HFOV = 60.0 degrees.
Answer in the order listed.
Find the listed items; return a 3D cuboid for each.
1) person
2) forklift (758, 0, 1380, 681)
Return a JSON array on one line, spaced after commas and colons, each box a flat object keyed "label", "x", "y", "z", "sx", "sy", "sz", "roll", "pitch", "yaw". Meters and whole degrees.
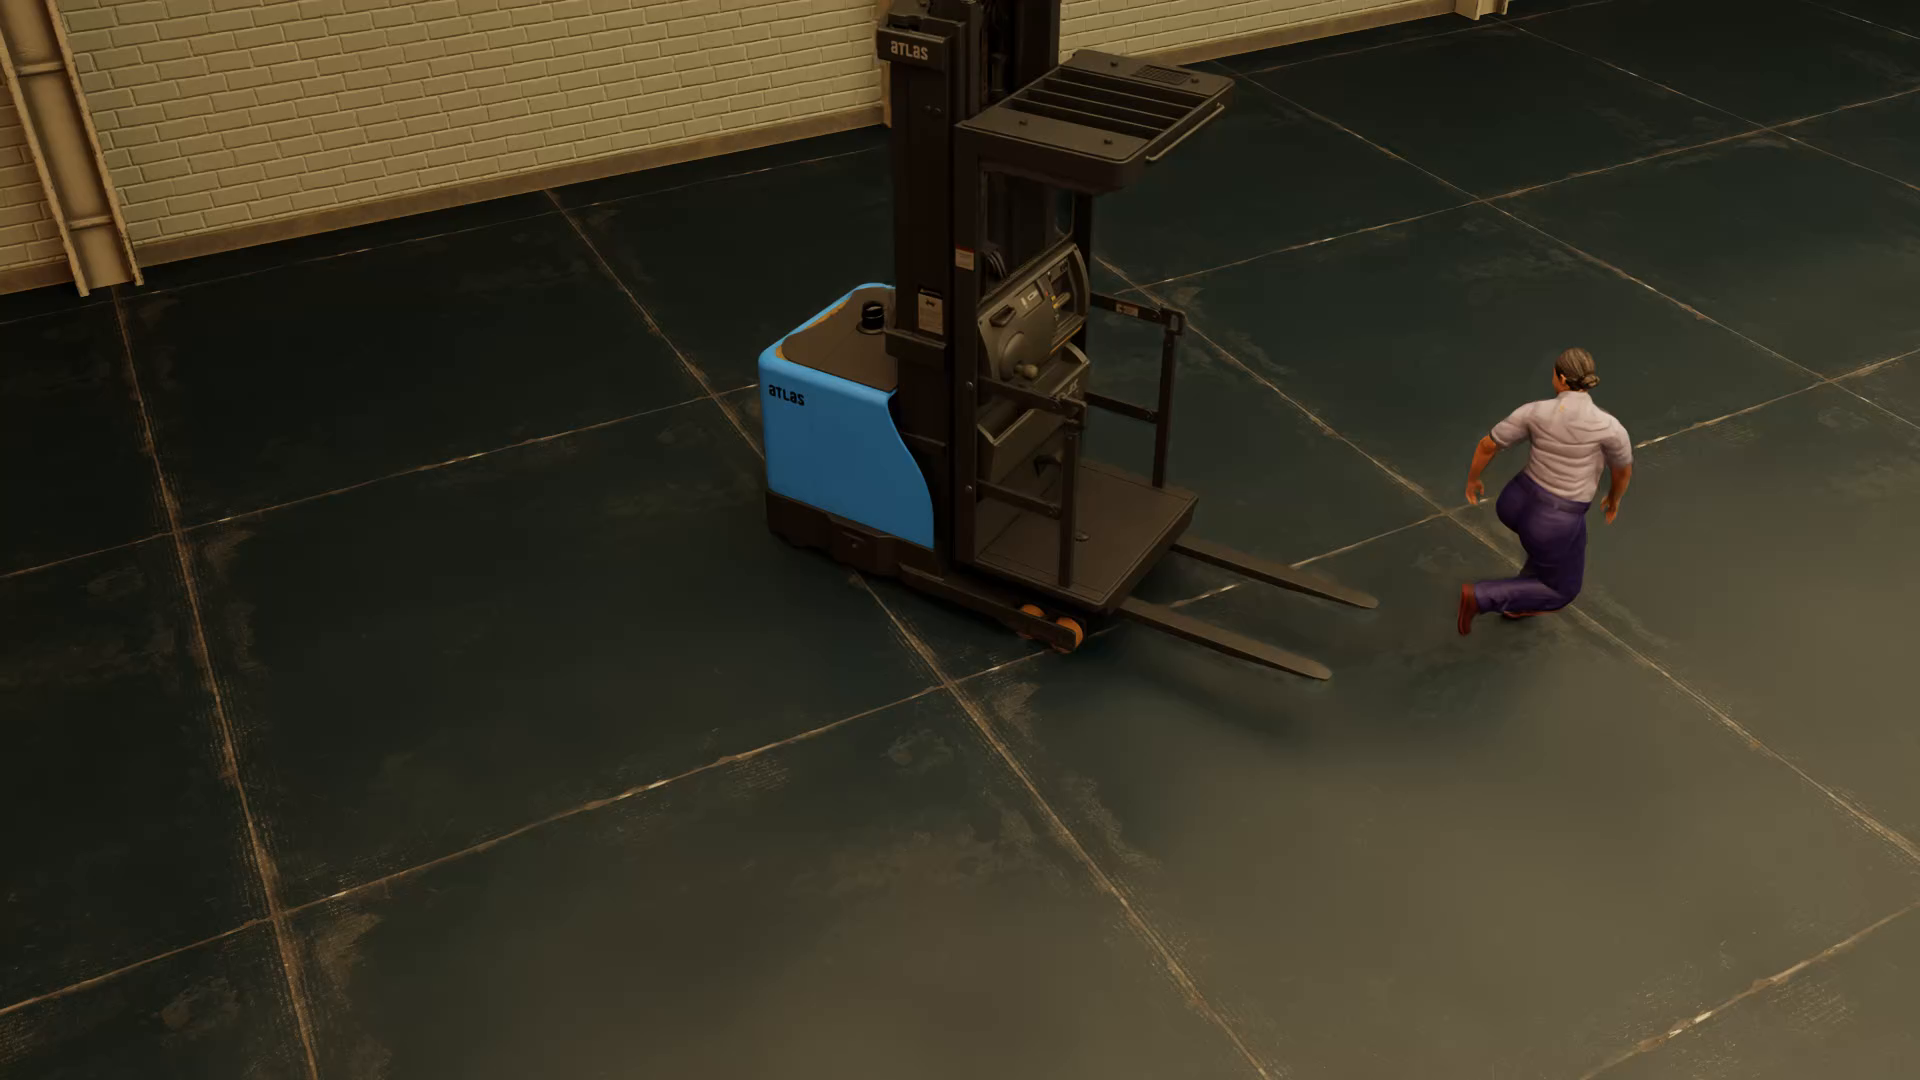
[{"label": "person", "x": 2.662, "y": -0.201, "z": 7.721, "sx": 0.759, "sy": 1.431, "sz": 0.601, "roll": -16, "pitch": 38, "yaw": -21}, {"label": "forklift", "x": 0.521, "y": -1.013, "z": 7.556, "sx": 3.031, "sy": 2.935, "sz": 1.130, "roll": 19, "pitch": 40, "yaw": 25}]
